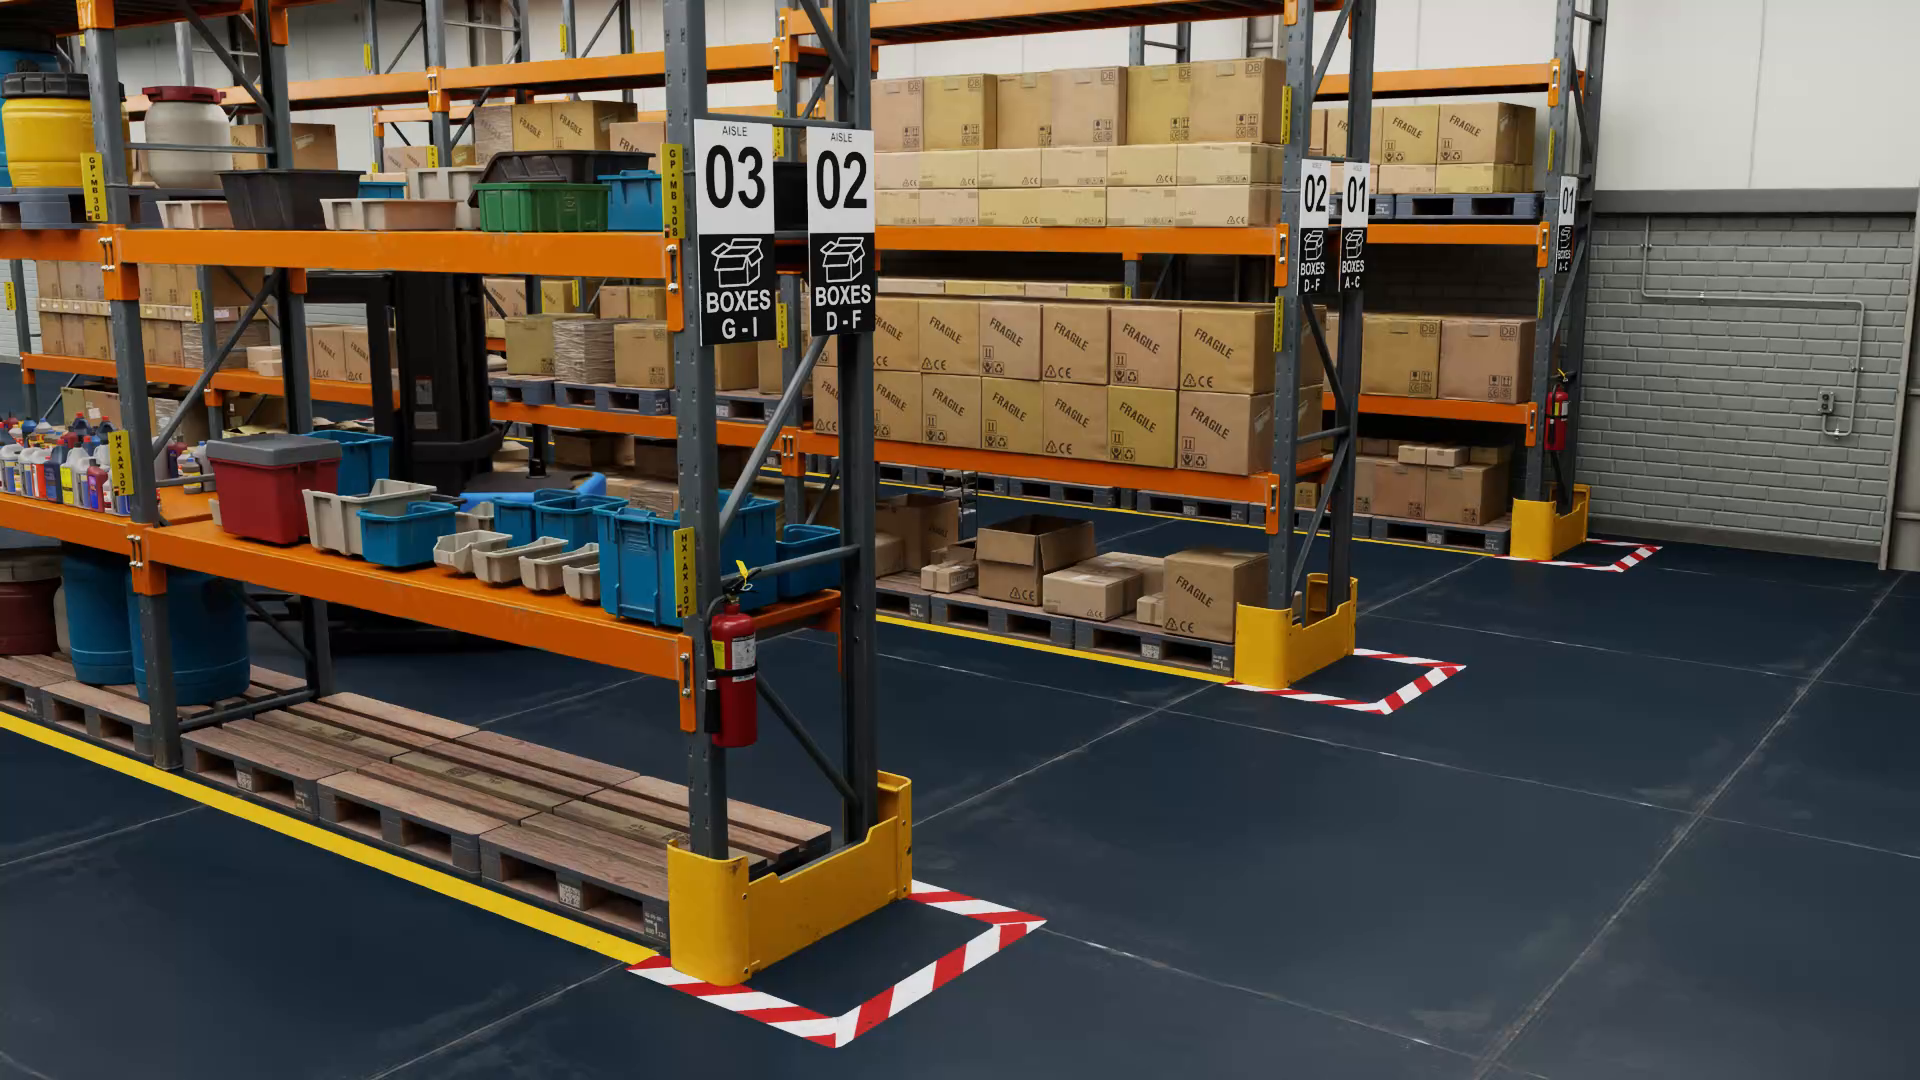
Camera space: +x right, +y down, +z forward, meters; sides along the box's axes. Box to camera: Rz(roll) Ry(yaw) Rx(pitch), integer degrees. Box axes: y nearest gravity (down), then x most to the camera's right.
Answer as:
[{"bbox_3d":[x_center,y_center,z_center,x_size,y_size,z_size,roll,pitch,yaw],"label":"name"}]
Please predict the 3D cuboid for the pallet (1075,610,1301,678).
[{"bbox_3d":[1.538,0.627,11.236,1.213,0.211,1.003,8,13,36],"label":"pallet"}]

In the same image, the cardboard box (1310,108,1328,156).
[{"bbox_3d":[3.175,-3.641,15.107,0.500,0.500,0.500,8,14,36],"label":"cardboard box"}]

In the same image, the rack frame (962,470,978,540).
[{"bbox_3d":[0.088,-0.429,14.880,0.006,0.900,0.240,8,13,36],"label":"rack frame"}]

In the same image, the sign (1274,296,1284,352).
[{"bbox_3d":[1.897,-1.286,9.897,0.005,0.325,0.100,8,13,36],"label":"sign"}]

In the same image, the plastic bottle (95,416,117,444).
[{"bbox_3d":[-5.281,-0.593,10.329,0.185,0.351,0.144,8,13,36],"label":"plastic bottle"}]

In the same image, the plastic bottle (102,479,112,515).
[{"bbox_3d":[-4.536,-0.243,8.909,0.097,0.201,0.097,0,11,0],"label":"plastic bottle"}]

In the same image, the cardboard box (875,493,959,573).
[{"bbox_3d":[-0.355,-0.062,12.878,0.500,0.500,0.500,8,13,36],"label":"cardboard box"}]

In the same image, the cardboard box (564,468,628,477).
[{"bbox_3d":[-3.182,-0.323,14.223,0.500,0.500,0.500,8,13,35],"label":"cardboard box"}]

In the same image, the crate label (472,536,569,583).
[{"bbox_3d":[-1.921,0.087,7.219,0.243,0.136,0.396,8,13,36],"label":"crate label"}]

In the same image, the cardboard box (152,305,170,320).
[{"bbox_3d":[-8.399,-2.446,17.803,0.250,0.149,0.380,8,13,35],"label":"cardboard box"}]

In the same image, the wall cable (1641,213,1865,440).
[{"bbox_3d":[6.763,-1.903,14.295,1.851,1.984,0.084,8,13,36],"label":"wall cable"}]

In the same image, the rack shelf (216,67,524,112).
[{"bbox_3d":[-5.818,-4.165,15.812,4.000,0.370,1.077,8,13,36],"label":"rack shelf"}]

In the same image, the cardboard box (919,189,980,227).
[{"bbox_3d":[0.066,-2.288,11.455,0.500,0.250,0.500,8,13,36],"label":"cardboard box"}]

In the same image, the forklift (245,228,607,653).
[{"bbox_3d":[-4.022,-0.783,11.359,3.031,2.935,1.130,0,11,-1],"label":"forklift"}]

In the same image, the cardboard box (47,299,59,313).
[{"bbox_3d":[-10.251,-2.705,19.142,0.250,0.149,0.380,8,13,34],"label":"cardboard box"}]

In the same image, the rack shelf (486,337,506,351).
[{"bbox_3d":[-6.113,-2.624,22.591,4.000,0.370,1.077,8,13,36],"label":"rack shelf"}]

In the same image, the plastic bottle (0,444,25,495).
[{"bbox_3d":[-5.422,-0.409,9.575,0.135,0.276,0.152,8,13,36],"label":"plastic bottle"}]

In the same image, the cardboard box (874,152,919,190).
[{"bbox_3d":[-0.333,-2.590,11.703,0.500,0.250,0.500,8,13,36],"label":"cardboard box"}]

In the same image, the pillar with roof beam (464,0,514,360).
[{"bbox_3d":[-9.197,-5.542,19.986,0.400,9.000,9.100,8,13,36],"label":"pillar with roof beam"}]

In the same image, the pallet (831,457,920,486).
[{"bbox_3d":[-0.686,-0.834,18.783,1.213,0.211,1.003,8,13,36],"label":"pallet"}]

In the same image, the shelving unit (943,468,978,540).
[{"bbox_3d":[0.007,-0.441,14.940,0.210,0.900,0.258,8,13,36],"label":"shelving unit"}]

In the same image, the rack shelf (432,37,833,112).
[{"bbox_3d":[-2.594,-3.715,13.488,4.000,0.370,1.077,8,13,36],"label":"rack shelf"}]

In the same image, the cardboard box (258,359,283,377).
[{"bbox_3d":[-6.837,-1.740,16.785,0.250,0.149,0.380,8,13,36],"label":"cardboard box"}]

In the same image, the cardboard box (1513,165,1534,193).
[{"bbox_3d":[4.728,-3.177,14.685,0.500,0.250,0.500,9,14,38],"label":"cardboard box"}]

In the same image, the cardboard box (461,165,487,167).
[{"bbox_3d":[-3.835,-3.022,14.592,0.500,0.500,0.910,8,13,36],"label":"cardboard box"}]

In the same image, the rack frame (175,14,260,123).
[{"bbox_3d":[-7.430,-4.939,16.868,0.127,3.000,1.000,8,13,36],"label":"rack frame"}]

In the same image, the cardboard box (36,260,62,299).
[{"bbox_3d":[-10.243,-3.069,19.318,0.500,0.500,0.700,8,14,36],"label":"cardboard box"}]

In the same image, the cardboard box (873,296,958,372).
[{"bbox_3d":[-0.353,-1.480,11.889,0.500,0.500,0.500,7,13,34],"label":"cardboard box"}]

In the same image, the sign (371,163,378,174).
[{"bbox_3d":[-8.046,-5.021,22.888,0.005,0.325,0.100,8,13,36],"label":"sign"}]

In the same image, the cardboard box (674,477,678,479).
[{"bbox_3d":[-2.063,-0.290,14.056,0.500,0.500,0.500,8,14,36],"label":"cardboard box"}]

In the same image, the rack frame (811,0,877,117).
[{"bbox_3d":[-1.277,-5.248,18.466,0.127,3.000,1.000,8,13,36],"label":"rack frame"}]

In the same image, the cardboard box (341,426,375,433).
[{"bbox_3d":[-6.110,-1.010,17.008,0.500,0.311,0.500,8,13,35],"label":"cardboard box"}]

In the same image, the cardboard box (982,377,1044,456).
[{"bbox_3d":[0.495,-0.874,11.386,0.500,0.500,0.500,8,13,35],"label":"cardboard box"}]

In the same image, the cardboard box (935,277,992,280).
[{"bbox_3d":[0.069,-2.748,18.262,0.500,0.250,0.500,8,13,34],"label":"cardboard box"}]

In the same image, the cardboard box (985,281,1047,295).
[{"bbox_3d":[0.602,-2.556,17.271,0.500,0.250,0.500,8,14,37],"label":"cardboard box"}]

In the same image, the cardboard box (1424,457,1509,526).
[{"bbox_3d":[4.548,-0.446,14.912,0.500,0.500,0.700,8,13,36],"label":"cardboard box"}]

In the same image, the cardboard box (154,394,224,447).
[{"bbox_3d":[-8.329,-1.295,17.985,0.500,0.500,0.500,8,13,36],"label":"cardboard box"}]

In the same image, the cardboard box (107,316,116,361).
[{"bbox_3d":[-9.036,-2.264,18.574,0.500,0.500,0.700,8,14,37],"label":"cardboard box"}]

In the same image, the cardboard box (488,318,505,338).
[{"bbox_3d":[-5.873,-2.807,21.984,0.500,0.250,0.500,8,13,35],"label":"cardboard box"}]

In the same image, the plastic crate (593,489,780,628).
[{"bbox_3d":[-1.073,0.057,6.585,0.499,0.435,0.616,8,13,36],"label":"plastic crate"}]

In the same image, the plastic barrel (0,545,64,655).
[{"bbox_3d":[-5.826,0.371,10.458,0.708,0.588,0.600,8,13,36],"label":"plastic barrel"}]

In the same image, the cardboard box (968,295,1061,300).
[{"bbox_3d":[0.399,-1.503,12.007,0.500,0.500,0.500,8,14,36],"label":"cardboard box"}]

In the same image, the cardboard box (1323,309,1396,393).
[{"bbox_3d":[3.552,-1.774,15.511,0.700,0.700,0.980,7,13,33],"label":"cardboard box"}]

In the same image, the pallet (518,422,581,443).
[{"bbox_3d":[-5.063,-1.454,21.988,1.213,0.211,1.003,8,13,36],"label":"pallet"}]

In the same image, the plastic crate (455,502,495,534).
[{"bbox_3d":[-2.336,-0.087,8.117,0.466,0.136,0.293,8,13,36],"label":"plastic crate"}]

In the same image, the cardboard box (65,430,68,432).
[{"bbox_3d":[-9.948,-1.150,19.209,0.500,0.250,0.500,8,13,36],"label":"cardboard box"}]

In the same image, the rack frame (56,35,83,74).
[{"bbox_3d":[-10.654,-5.389,19.193,0.127,3.000,1.000,8,13,36],"label":"rack frame"}]

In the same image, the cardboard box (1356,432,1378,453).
[{"bbox_3d":[3.744,-0.923,15.671,0.250,0.149,0.380,8,14,36],"label":"cardboard box"}]

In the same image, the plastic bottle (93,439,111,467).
[{"bbox_3d":[-4.766,-0.388,9.266,0.185,0.351,0.144,8,13,36],"label":"plastic bottle"}]

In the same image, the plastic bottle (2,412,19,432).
[{"bbox_3d":[-6.376,-0.723,11.176,0.133,0.283,0.061,8,13,36],"label":"plastic bottle"}]
